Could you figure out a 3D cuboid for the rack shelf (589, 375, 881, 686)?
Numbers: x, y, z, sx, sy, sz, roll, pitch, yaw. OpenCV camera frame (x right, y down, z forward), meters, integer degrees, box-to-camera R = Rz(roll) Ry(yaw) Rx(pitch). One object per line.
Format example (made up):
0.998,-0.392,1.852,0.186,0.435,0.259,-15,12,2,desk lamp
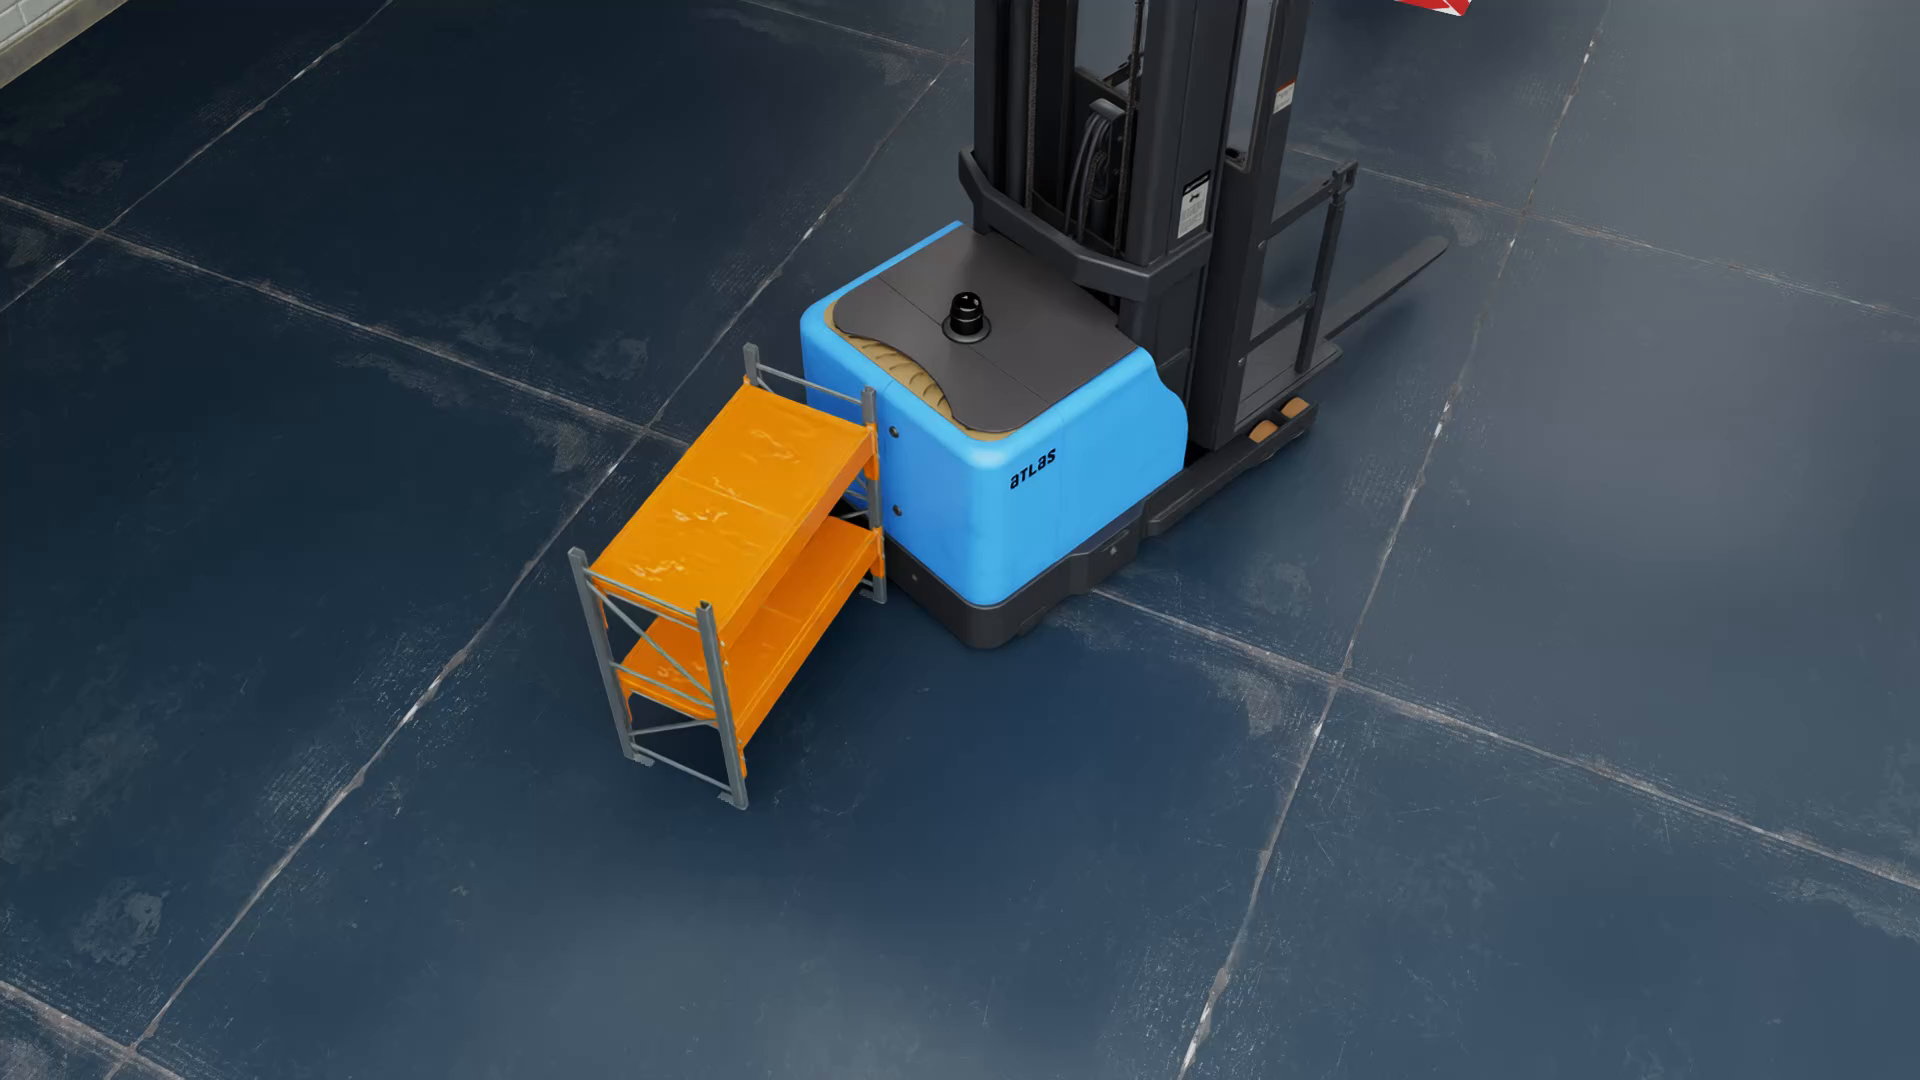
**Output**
-0.736,-0.056,5.490,0.538,0.278,1.000,21,53,17,rack shelf

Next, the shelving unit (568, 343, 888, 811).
-0.736,0.134,5.713,0.538,1.125,1.048,21,53,17,shelving unit

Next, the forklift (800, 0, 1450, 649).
0.844,-1.542,5.952,3.031,2.935,1.130,-35,58,-26,forklift

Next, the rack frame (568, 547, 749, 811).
-0.964,0.480,5.419,0.500,1.125,0.032,21,53,17,rack frame

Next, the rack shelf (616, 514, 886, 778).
-0.736,0.292,5.899,0.538,0.278,1.000,21,53,17,rack shelf

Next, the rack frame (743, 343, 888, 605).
-0.508,-0.212,6.007,0.500,1.125,0.032,21,53,17,rack frame
